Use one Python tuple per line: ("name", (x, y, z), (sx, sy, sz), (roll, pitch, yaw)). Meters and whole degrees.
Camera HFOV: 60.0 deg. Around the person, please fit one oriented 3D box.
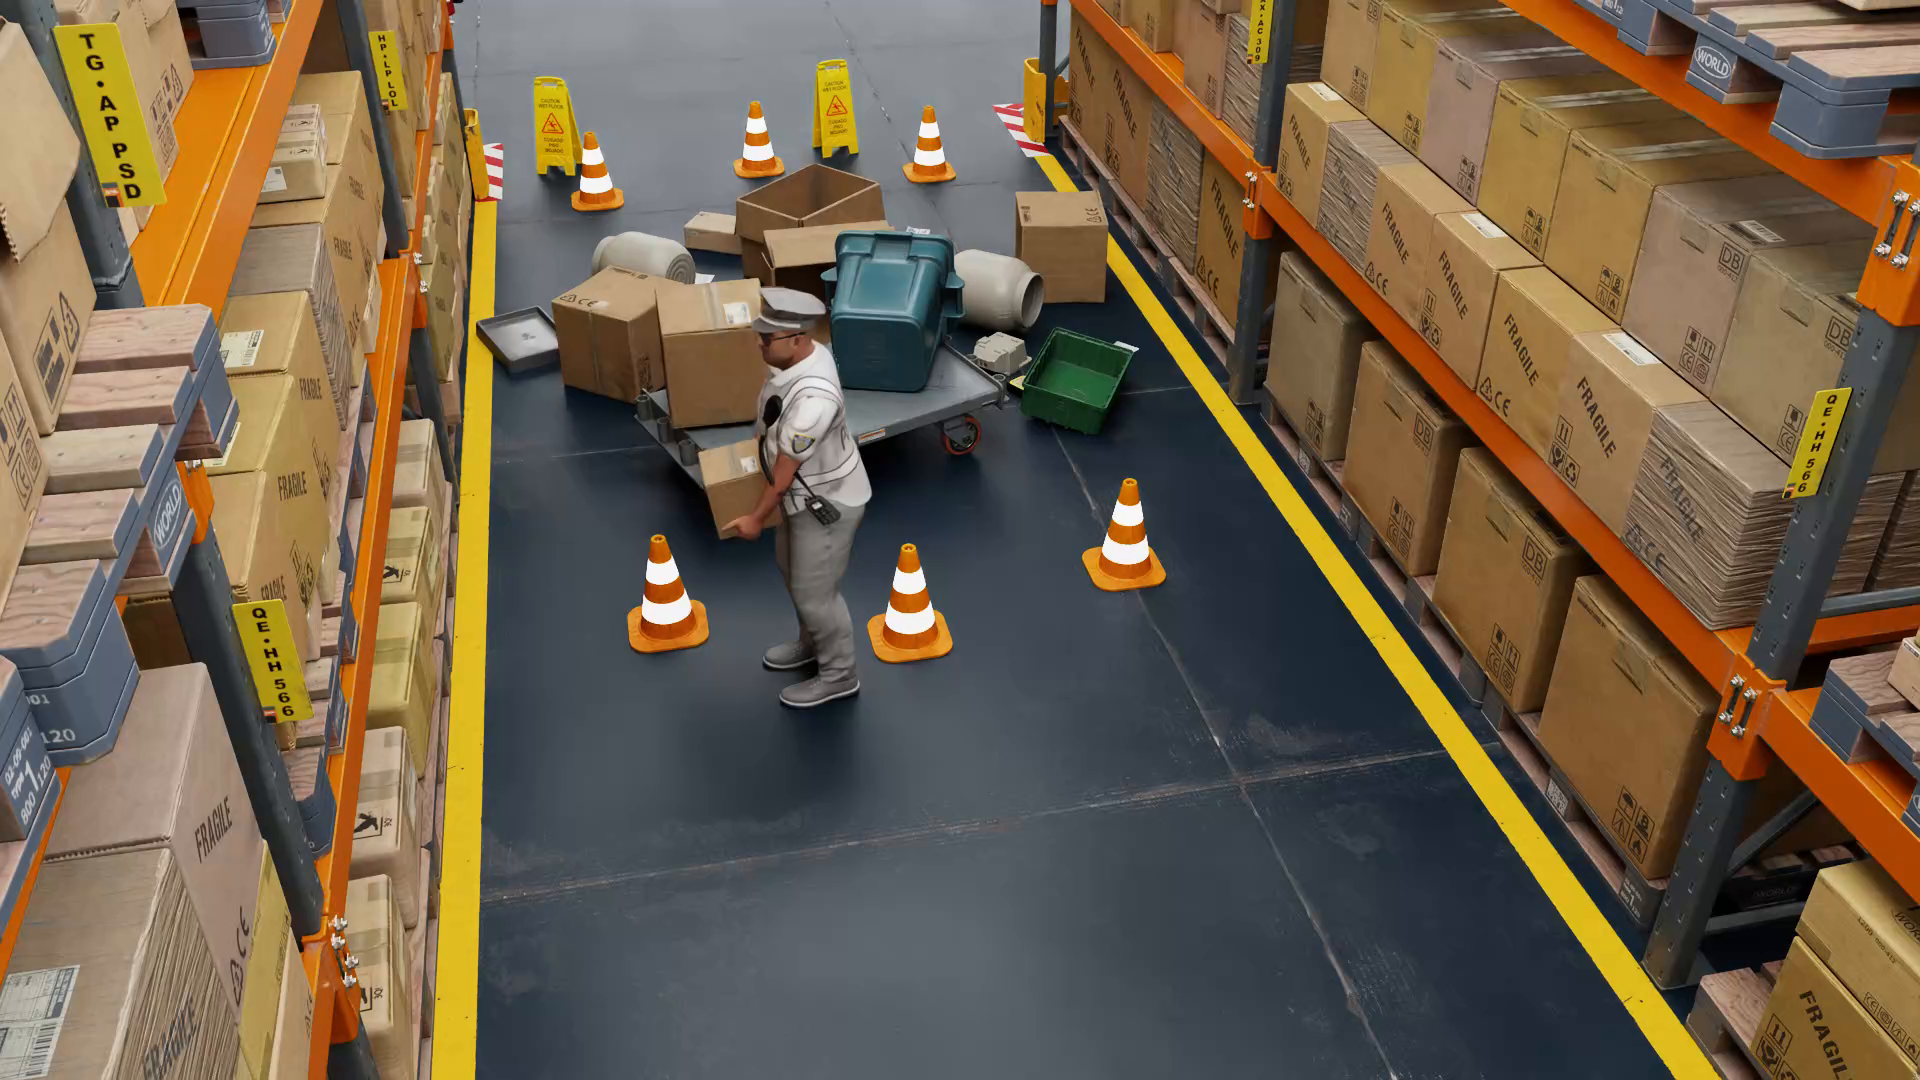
("person", (-0.634, -0.153, 6.361), (0.582, 1.761, 0.488), (-8, 35, -11))
